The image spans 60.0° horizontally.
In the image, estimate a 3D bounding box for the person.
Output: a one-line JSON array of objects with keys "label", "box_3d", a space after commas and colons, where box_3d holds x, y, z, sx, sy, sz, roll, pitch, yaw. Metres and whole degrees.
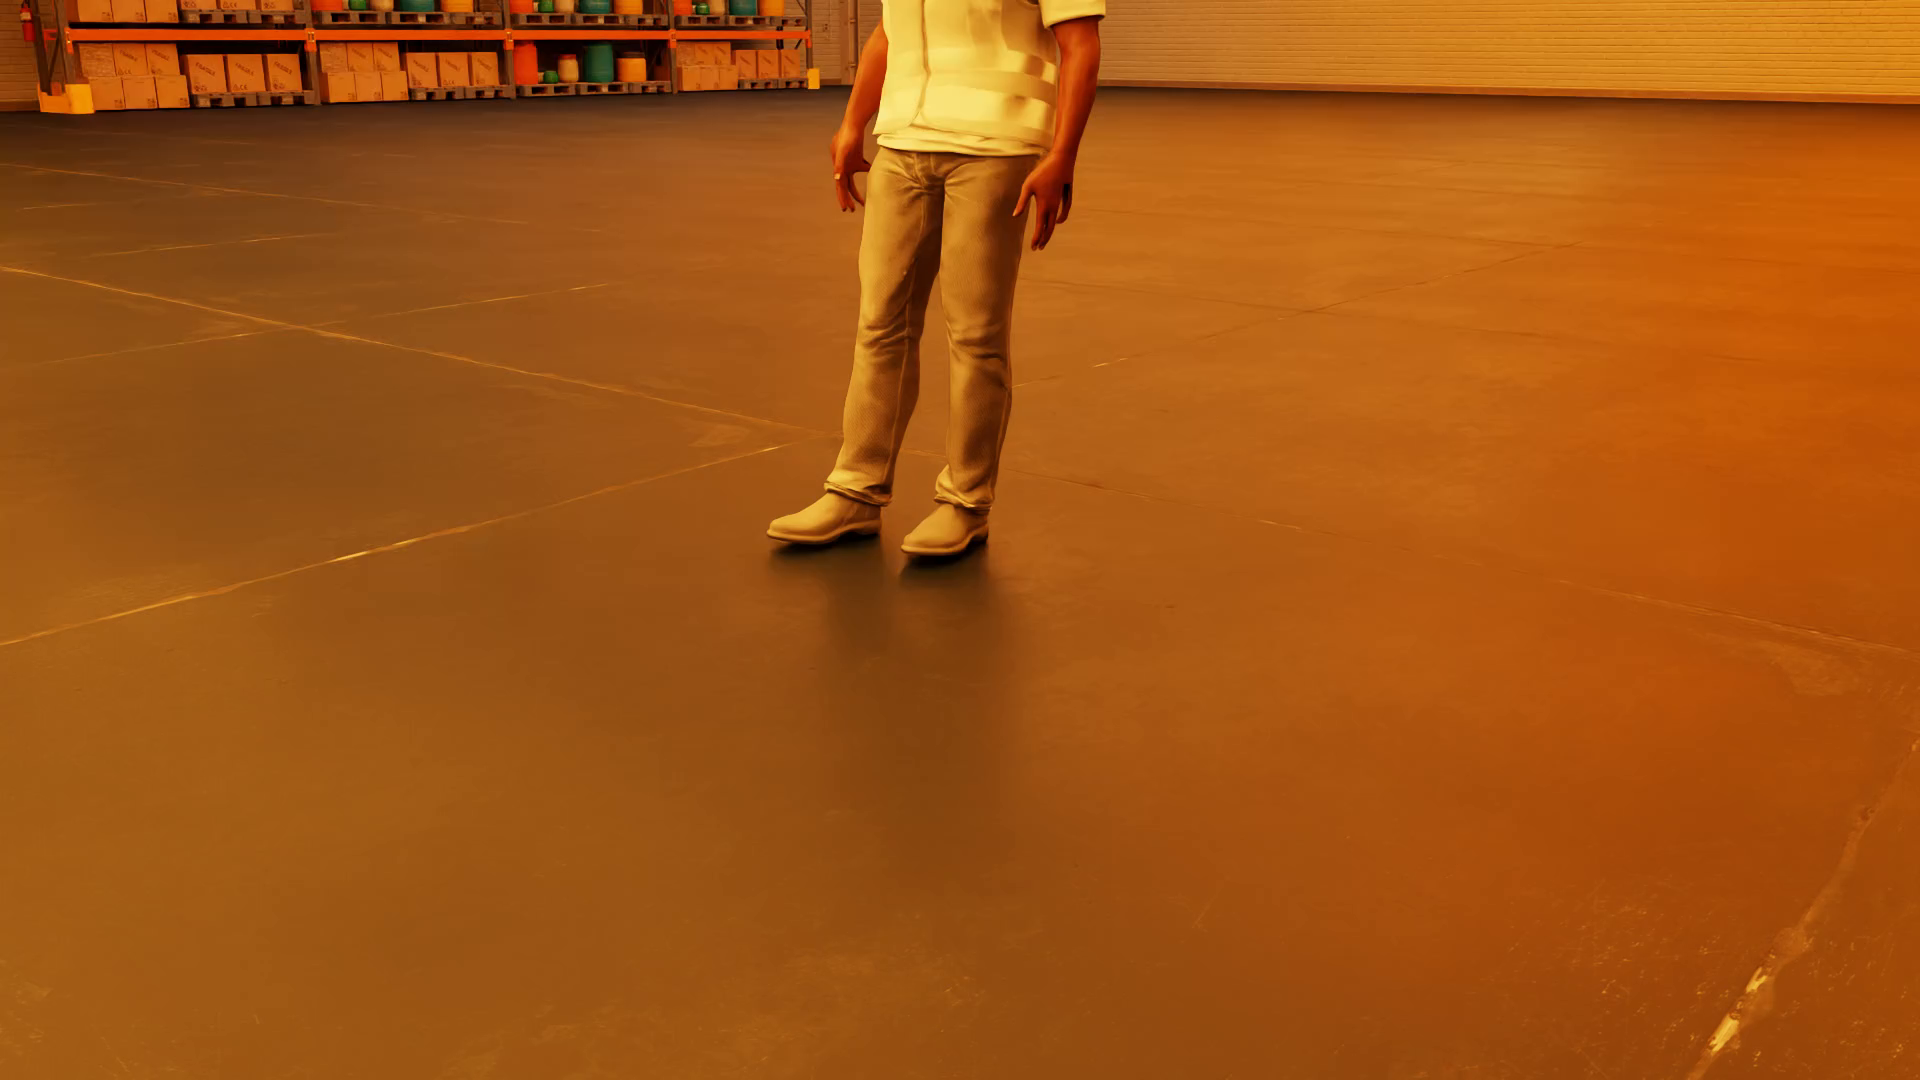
[{"label": "person", "box_3d": [-0.049, -0.835, 3.636, 0.665, 1.762, 0.575, 13, 21, 37]}]
